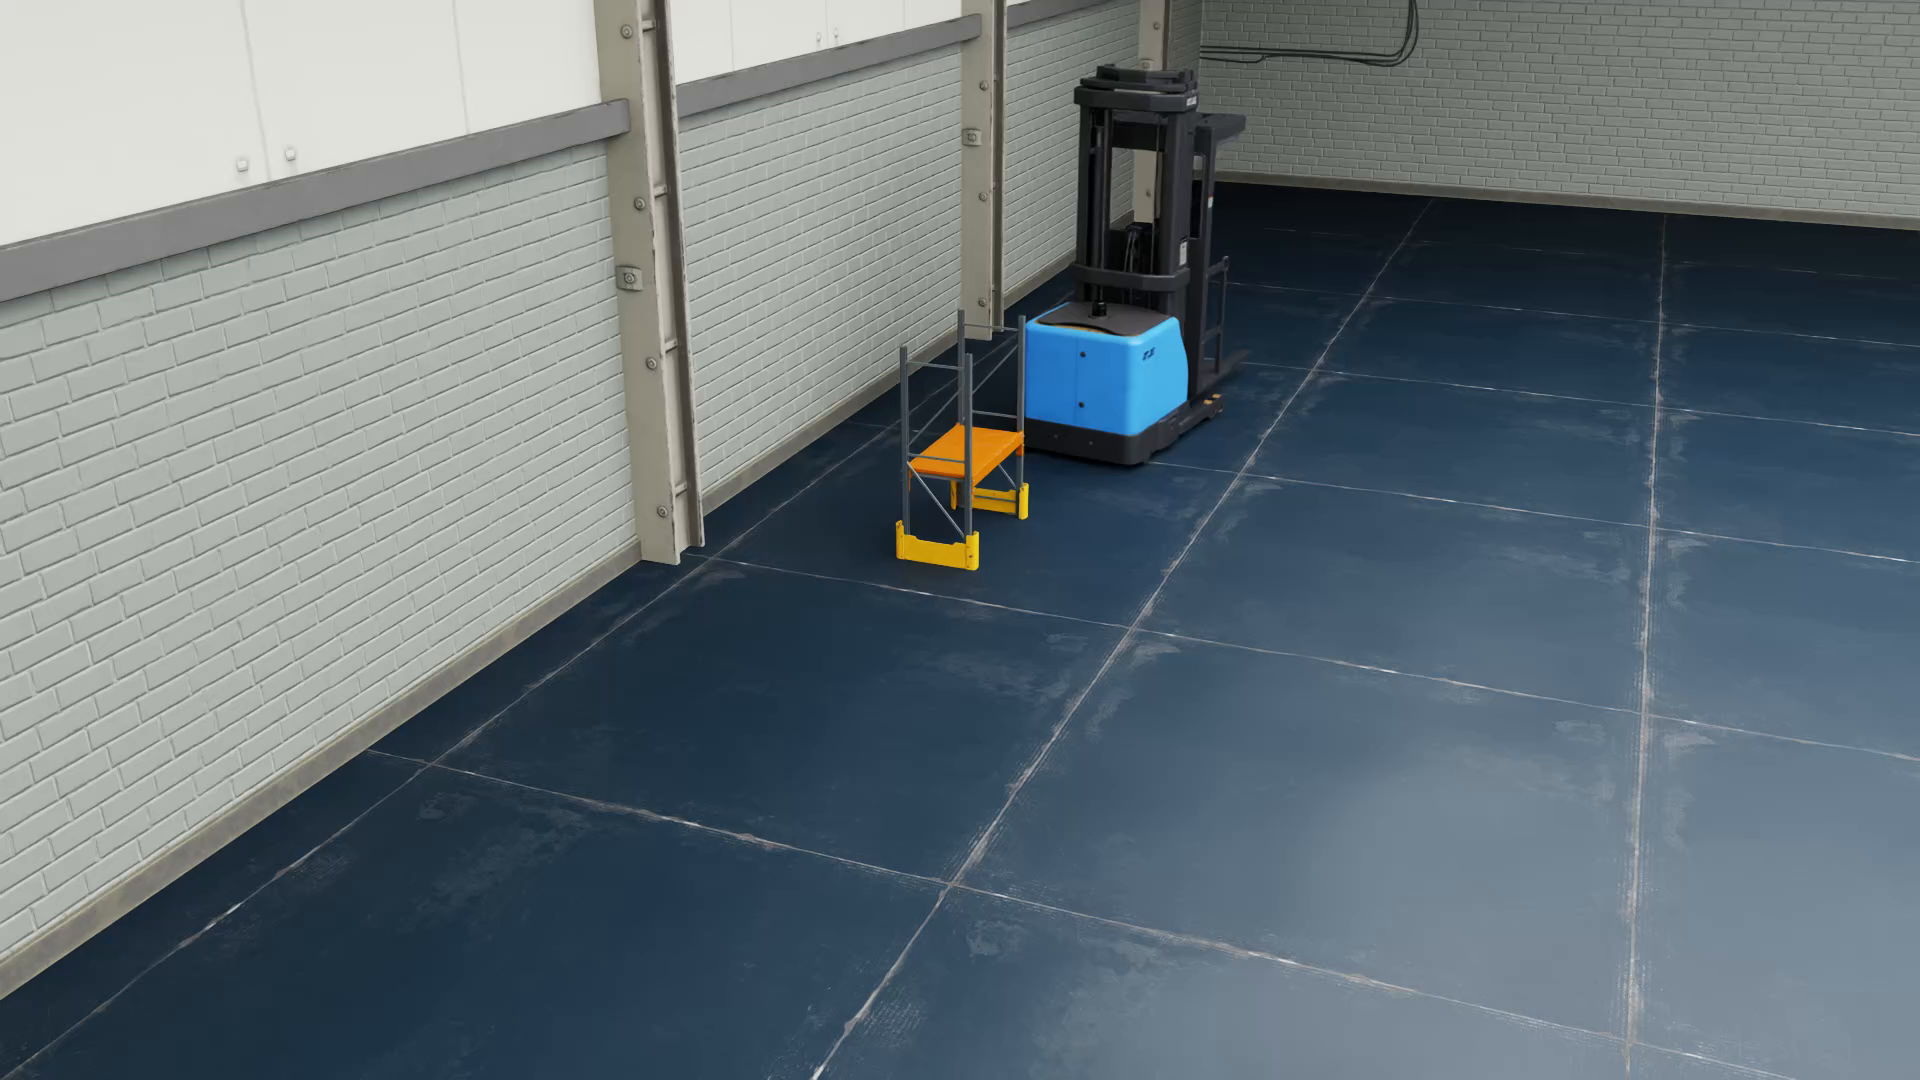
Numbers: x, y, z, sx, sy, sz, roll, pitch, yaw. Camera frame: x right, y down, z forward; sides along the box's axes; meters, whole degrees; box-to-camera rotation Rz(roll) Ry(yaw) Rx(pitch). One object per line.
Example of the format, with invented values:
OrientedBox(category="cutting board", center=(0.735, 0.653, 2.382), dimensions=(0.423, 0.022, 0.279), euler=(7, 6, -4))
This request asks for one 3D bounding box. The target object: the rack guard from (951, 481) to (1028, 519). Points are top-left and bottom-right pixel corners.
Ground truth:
OrientedBox(category="rack guard", center=(0.213, -0.321, 12.194), dimensions=(0.587, 0.250, 0.087), euler=(9, 24, 20))

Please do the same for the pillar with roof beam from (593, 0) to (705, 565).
OrientedBox(category="pillar with roof beam", center=(1.993, -3.457, 8.351), dimensions=(9.100, 9.000, 0.400), euler=(9, 24, 20))

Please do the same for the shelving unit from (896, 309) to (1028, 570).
OrientedBox(category="shelving unit", center=(0.028, -0.719, 11.526), dimensions=(0.587, 1.500, 1.083), euler=(9, 24, 20))

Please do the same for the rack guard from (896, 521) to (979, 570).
OrientedBox(category="rack guard", center=(-0.157, 0.036, 11.340), dimensions=(0.587, 0.250, 0.087), euler=(9, 24, 20))

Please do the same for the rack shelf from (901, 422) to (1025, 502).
OrientedBox(category="rack shelf", center=(0.032, -0.557, 11.603), dimensions=(0.538, 0.185, 1.000), euler=(9, 24, 20))

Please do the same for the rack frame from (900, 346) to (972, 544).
OrientedBox(category="rack frame", center=(-0.157, -0.541, 11.098), dimensions=(0.500, 1.500, 0.032), euler=(9, 24, 20))

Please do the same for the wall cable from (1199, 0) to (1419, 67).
OrientedBox(category="wall cable", center=(4.775, -7.800, 22.777), dimensions=(3.097, 2.526, 0.112), euler=(9, 24, 20))

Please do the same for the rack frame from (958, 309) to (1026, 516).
OrientedBox(category="rack frame", center=(0.221, -0.904, 11.970), dimensions=(0.500, 1.500, 0.032), euler=(9, 24, 20))

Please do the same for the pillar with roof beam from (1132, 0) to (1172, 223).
OrientedBox(category="pillar with roof beam", center=(6.450, -7.751, 18.632), dimensions=(9.100, 9.000, 0.400), euler=(9, 24, 20))

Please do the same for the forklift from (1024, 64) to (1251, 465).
OrientedBox(category="forklift", center=(1.649, -2.462, 13.843), dimensions=(1.130, 2.935, 3.031), euler=(12, 26, 27))

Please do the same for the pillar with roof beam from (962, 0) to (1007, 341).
OrientedBox(category="pillar with roof beam", center=(4.222, -5.604, 13.492), dimensions=(9.100, 9.000, 0.400), euler=(9, 24, 20))
